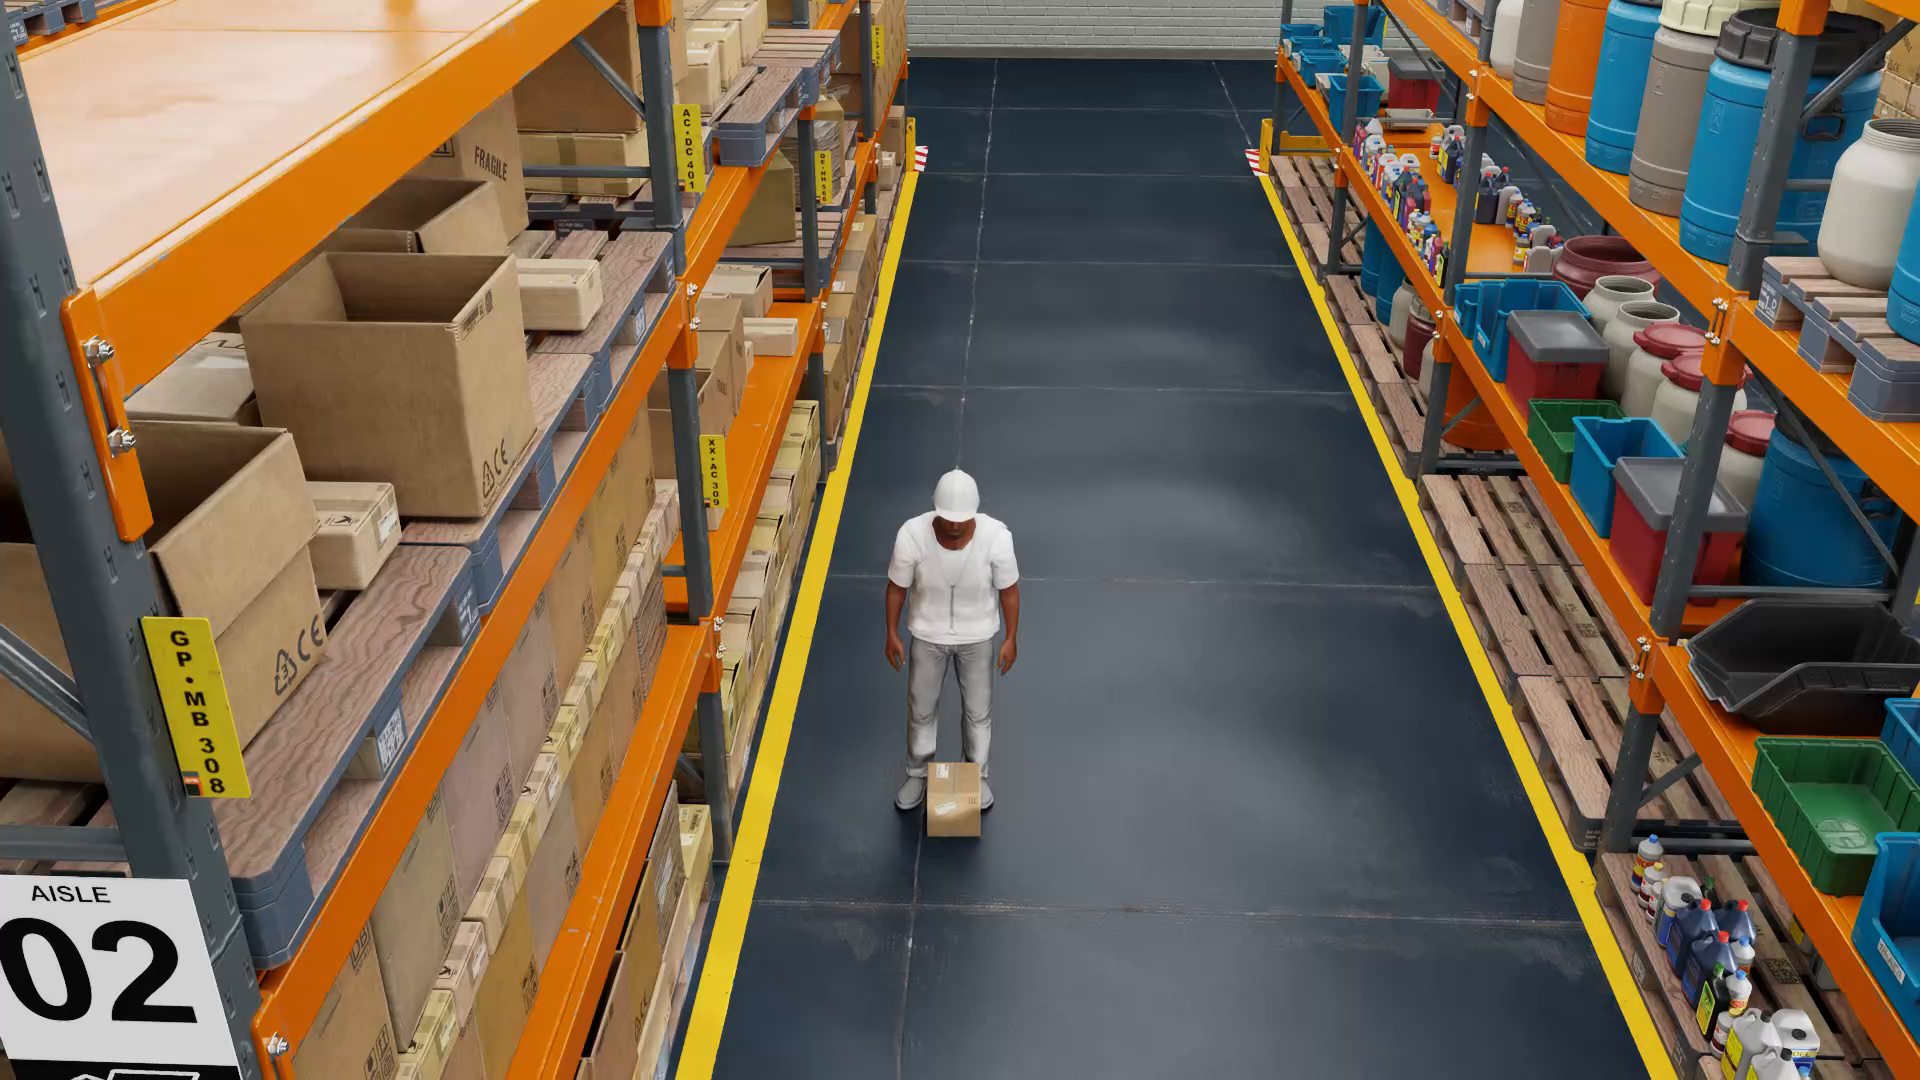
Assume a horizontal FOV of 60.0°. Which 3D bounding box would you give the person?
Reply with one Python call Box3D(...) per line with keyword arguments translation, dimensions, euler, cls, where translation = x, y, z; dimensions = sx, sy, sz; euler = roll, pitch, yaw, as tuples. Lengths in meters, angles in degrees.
Box3D(translation=(-0.038, 0.456, 7.737), dimensions=(0.625, 1.760, 0.461), euler=(1, 28, 1), cls="person")
